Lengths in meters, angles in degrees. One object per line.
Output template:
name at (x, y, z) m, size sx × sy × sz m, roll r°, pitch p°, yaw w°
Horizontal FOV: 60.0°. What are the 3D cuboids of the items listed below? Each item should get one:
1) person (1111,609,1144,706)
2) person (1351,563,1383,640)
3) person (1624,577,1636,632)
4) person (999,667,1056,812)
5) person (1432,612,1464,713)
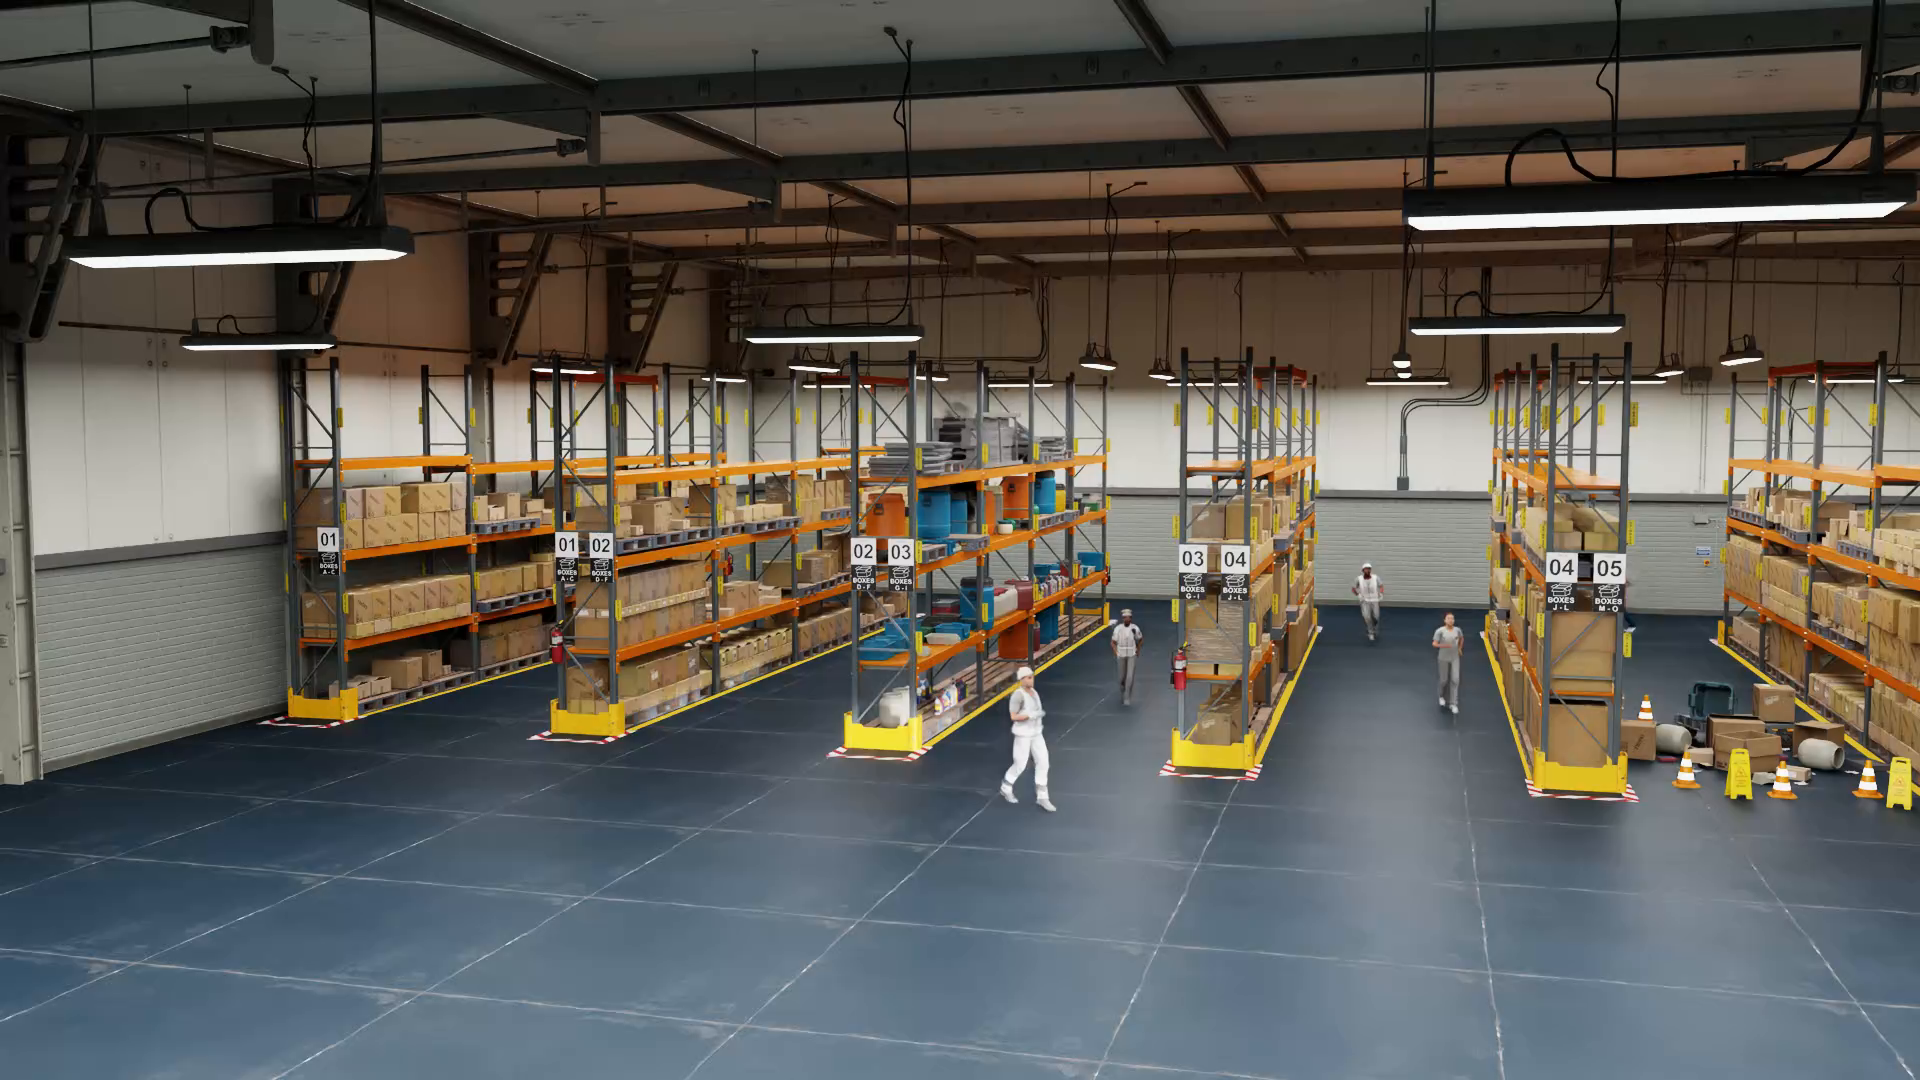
person at (2.938, 2.042, 29.225) m, size 0.577 × 1.675 × 0.711 m, roll 0°, pitch 4°, yaw 4°
person at (9.198, 1.387, 37.533) m, size 0.711 × 1.733 × 0.562 m, roll 0°, pitch 4°, yaw 6°
person at (15.253, 1.396, 38.399) m, size 0.721 × 1.650 × 0.509 m, roll 1°, pitch 4°, yaw 17°
person at (0.858, 2.524, 21.262) m, size 0.828 × 1.819 × 0.639 m, roll 4°, pitch 6°, yaw 43°
person at (8.339, 2.054, 28.366) m, size 0.570 × 1.660 × 0.908 m, roll 0°, pitch 4°, yaw 3°
